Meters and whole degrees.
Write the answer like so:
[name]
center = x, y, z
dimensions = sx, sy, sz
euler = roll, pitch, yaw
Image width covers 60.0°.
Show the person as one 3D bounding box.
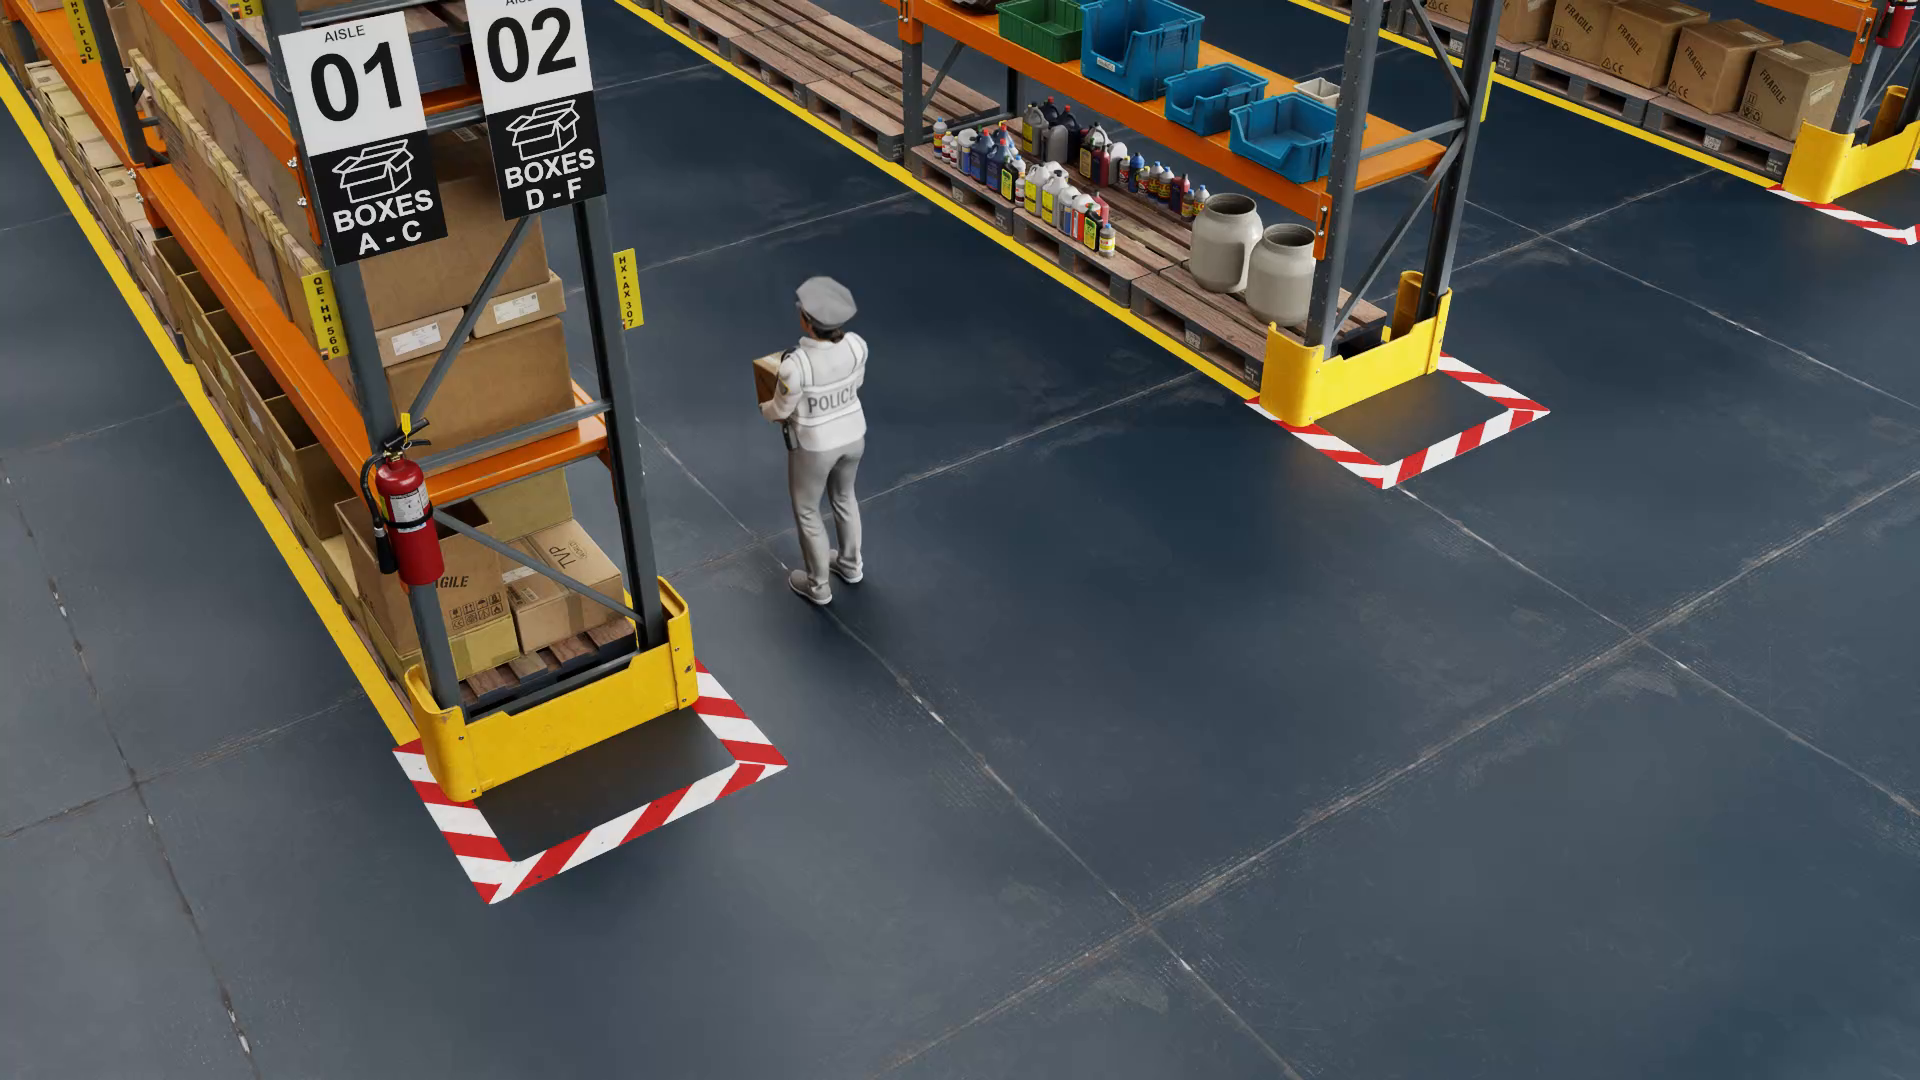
[person]
center = -0.654, -0.482, 7.630
dimensions = 0.459, 1.686, 0.563
euler = -24, 43, -28
